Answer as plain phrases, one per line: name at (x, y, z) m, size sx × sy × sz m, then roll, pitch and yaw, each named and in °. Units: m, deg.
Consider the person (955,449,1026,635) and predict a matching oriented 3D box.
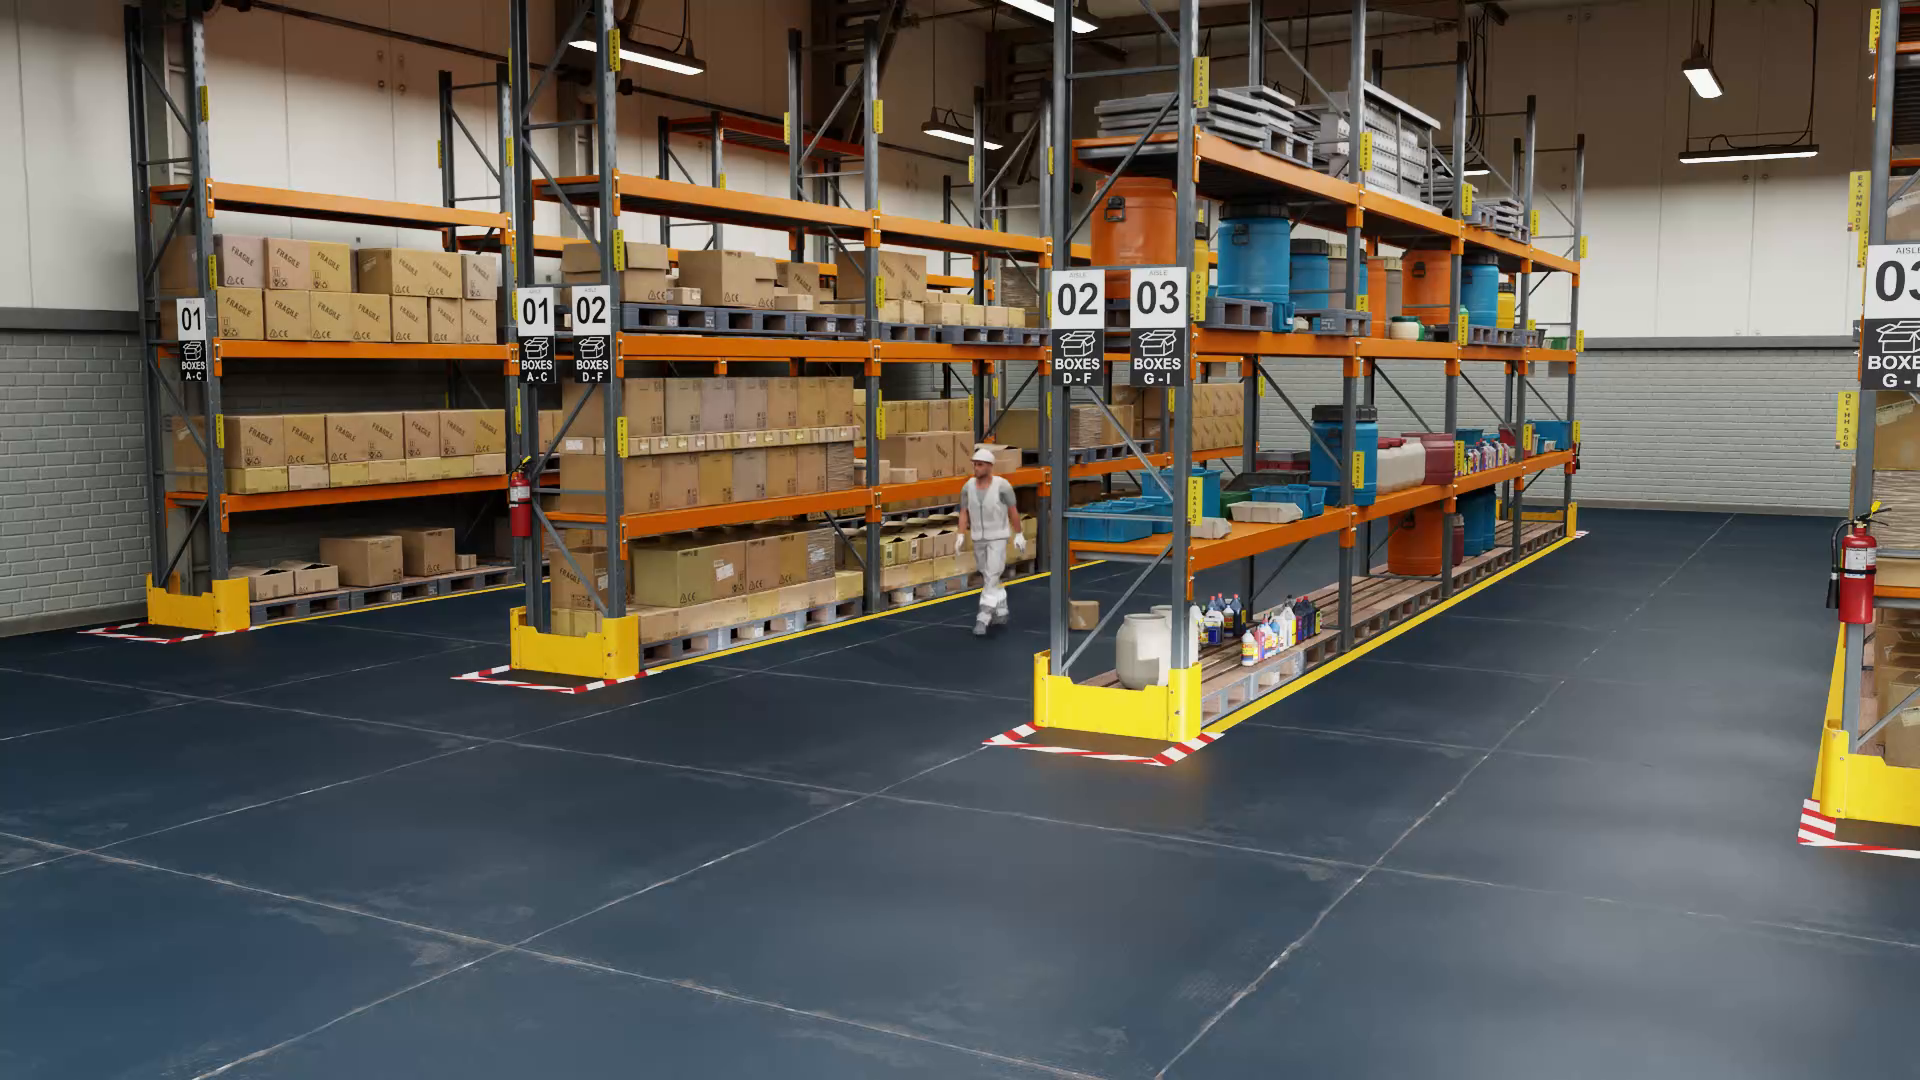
person at (0.256, -0.009, 15.898) m, size 0.581 × 1.727 × 0.970 m, roll 4°, pitch 7°, yaw 31°
